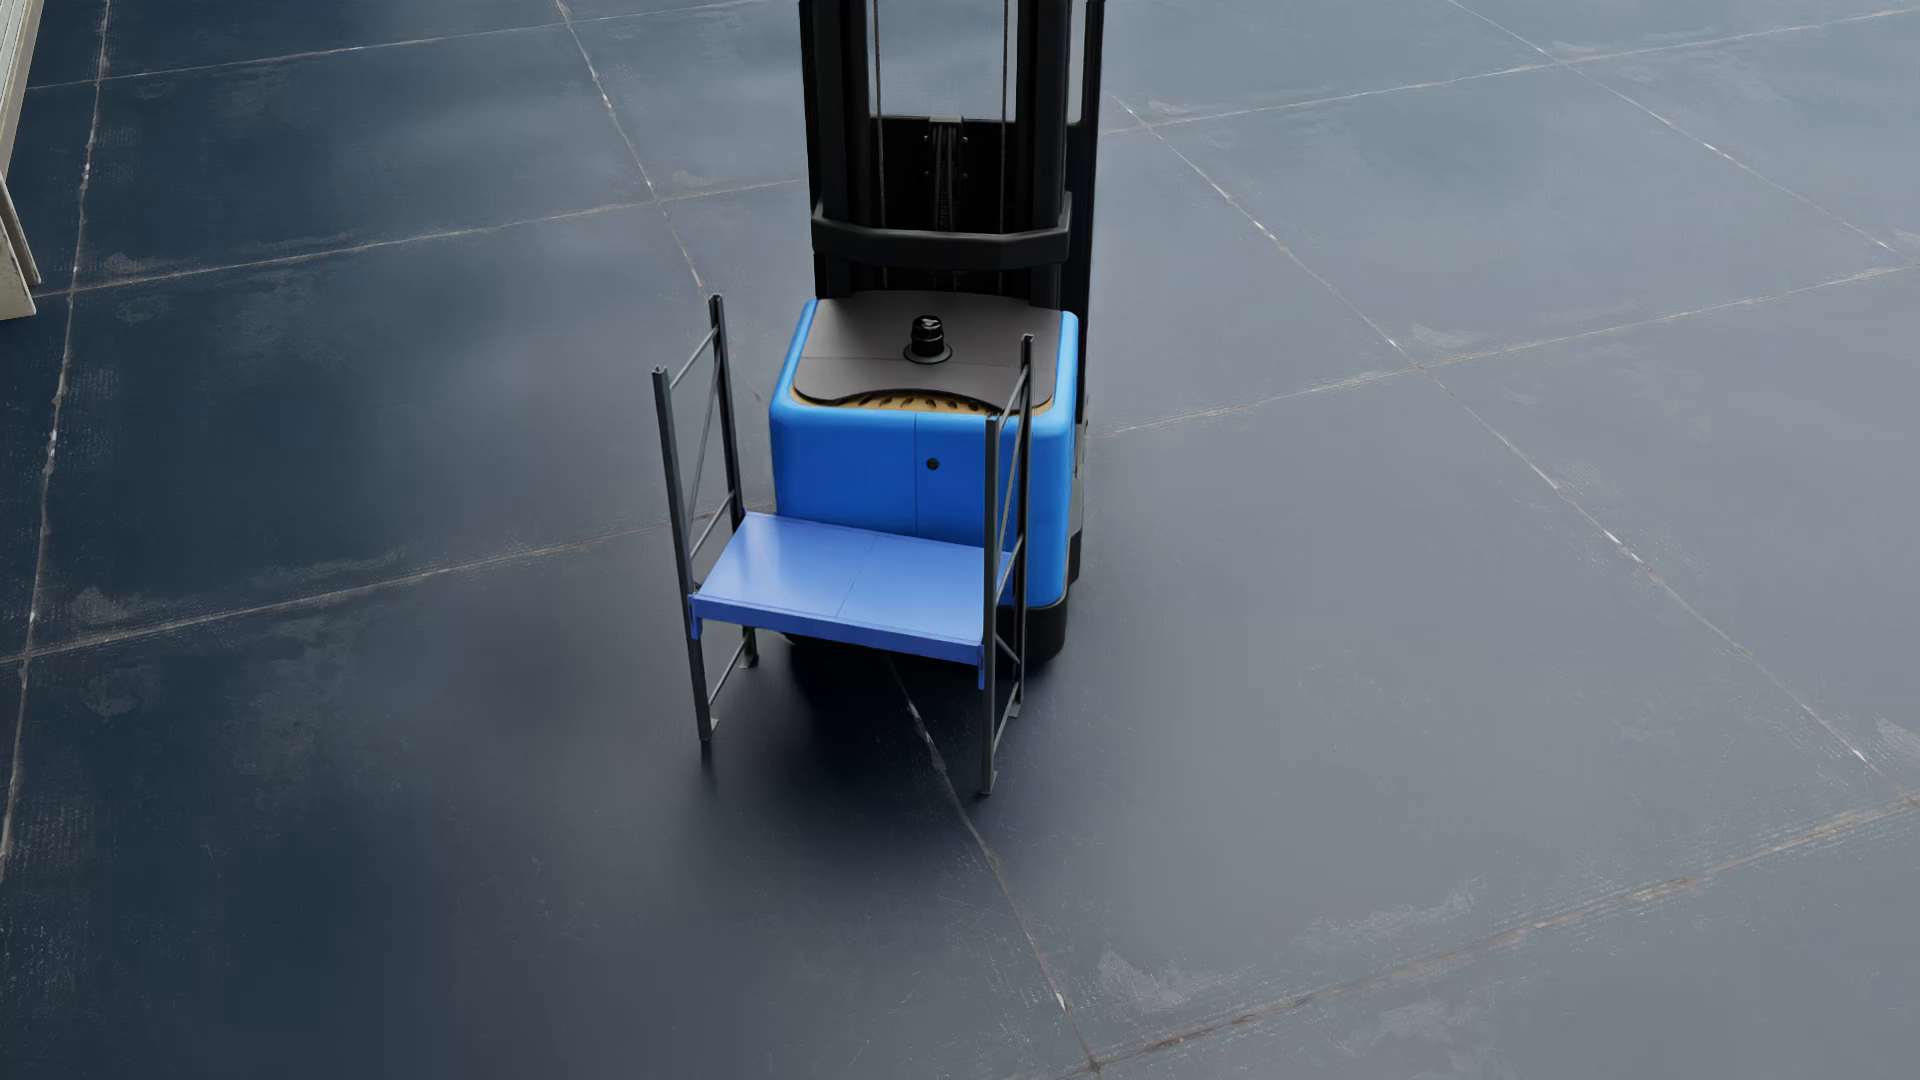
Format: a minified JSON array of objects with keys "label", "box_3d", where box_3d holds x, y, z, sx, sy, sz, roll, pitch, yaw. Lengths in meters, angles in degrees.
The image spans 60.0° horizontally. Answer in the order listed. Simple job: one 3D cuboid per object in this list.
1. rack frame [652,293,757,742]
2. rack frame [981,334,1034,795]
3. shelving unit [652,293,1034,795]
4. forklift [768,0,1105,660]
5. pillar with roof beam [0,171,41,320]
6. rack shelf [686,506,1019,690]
[{"label":"rack frame","box_3d":[-0.834,-0.040,5.557,0.032,1.500,0.500,9,38,12]},{"label":"rack frame","box_3d":[0.150,0.115,5.351,0.032,1.500,0.500,9,38,12]},{"label":"shelving unit","box_3d":[-0.342,0.037,5.454,1.048,1.500,0.538,9,38,12]},{"label":"forklift","box_3d":[-0.006,-1.607,6.447,1.130,2.935,3.031,3,37,4]},{"label":"pillar with roof beam","box_3d":[-0.749,-5.681,6.813,9.100,9.000,0.400,-12,39,-16]},{"label":"rack shelf","box_3d":[-0.342,0.181,5.562,1.000,0.185,0.538,9,38,12]}]
